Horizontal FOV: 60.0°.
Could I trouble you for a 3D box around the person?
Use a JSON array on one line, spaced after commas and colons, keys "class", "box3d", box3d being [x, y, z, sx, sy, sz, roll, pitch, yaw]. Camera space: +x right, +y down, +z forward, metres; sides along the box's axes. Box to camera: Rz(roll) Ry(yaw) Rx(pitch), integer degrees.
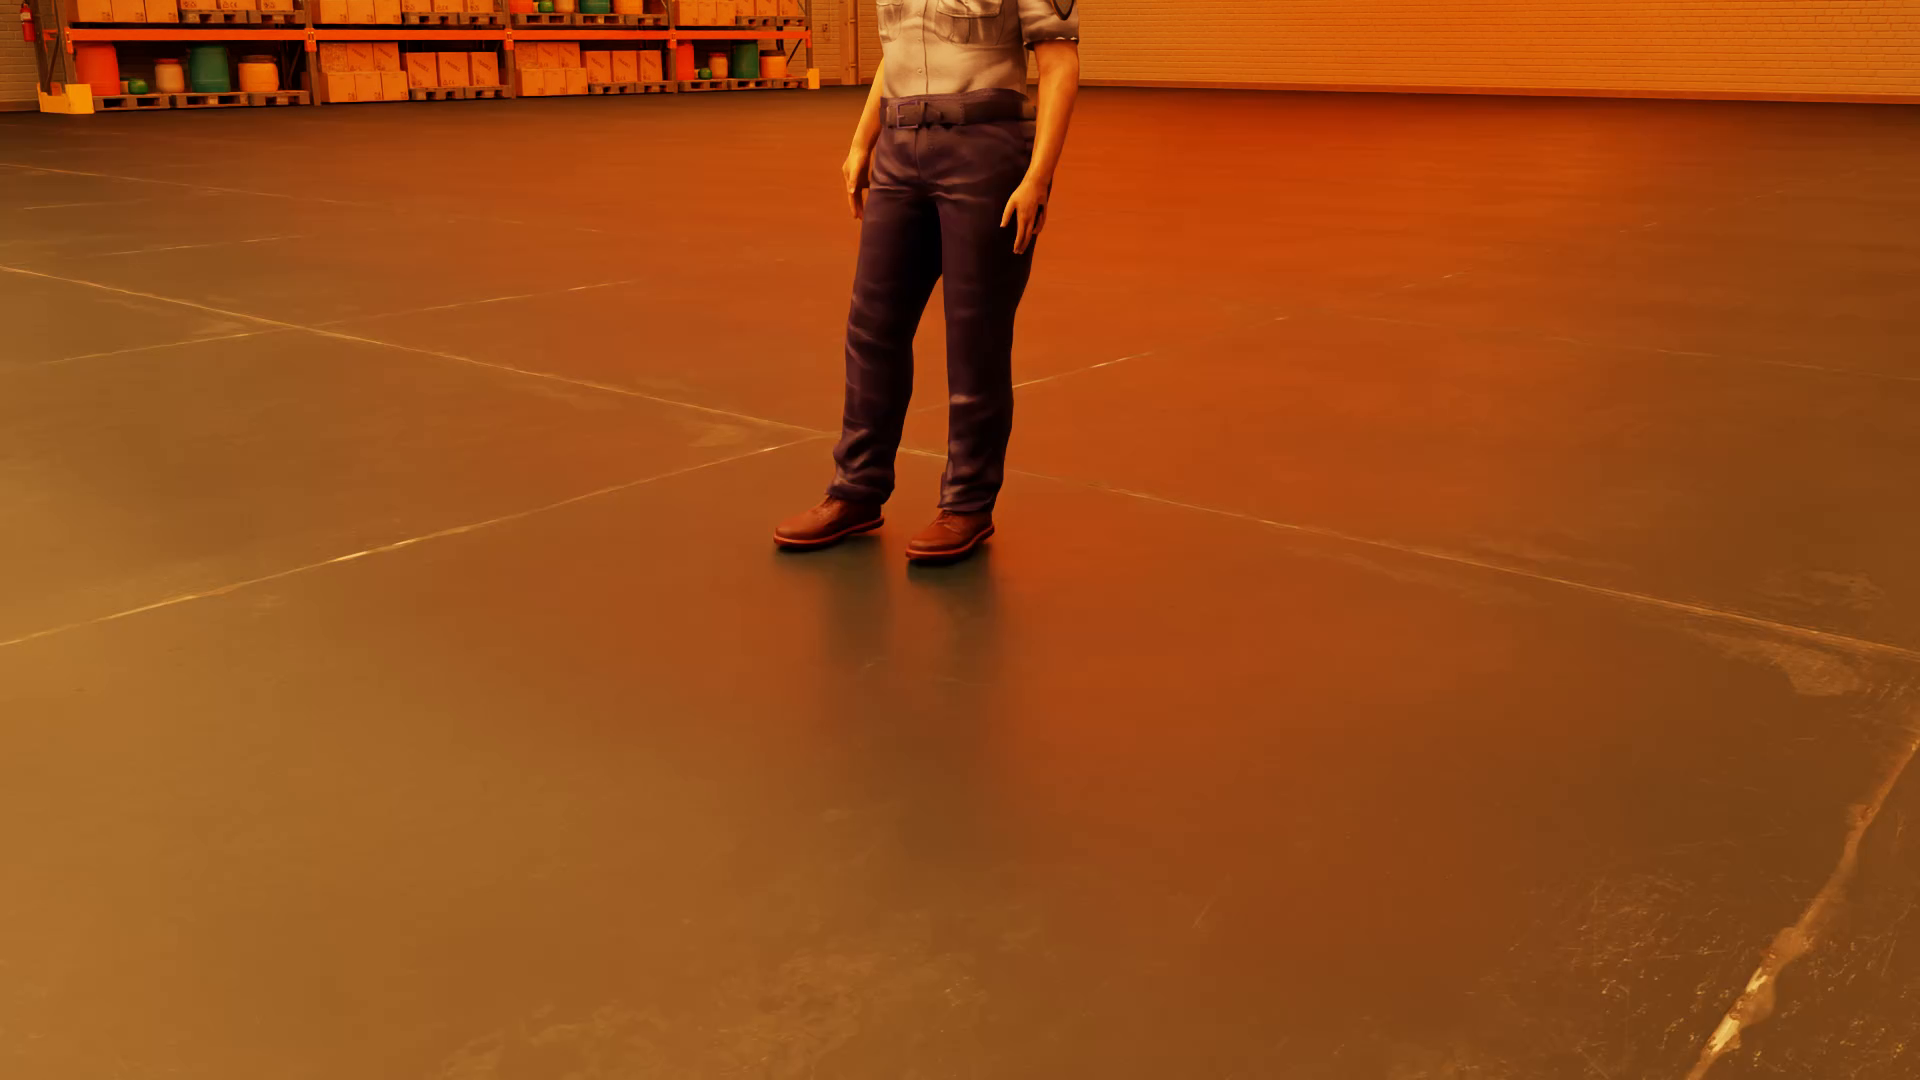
[{"class": "person", "box3d": [-0.075, -0.779, 3.648, 0.598, 1.651, 0.502, 13, 21, 37]}]
